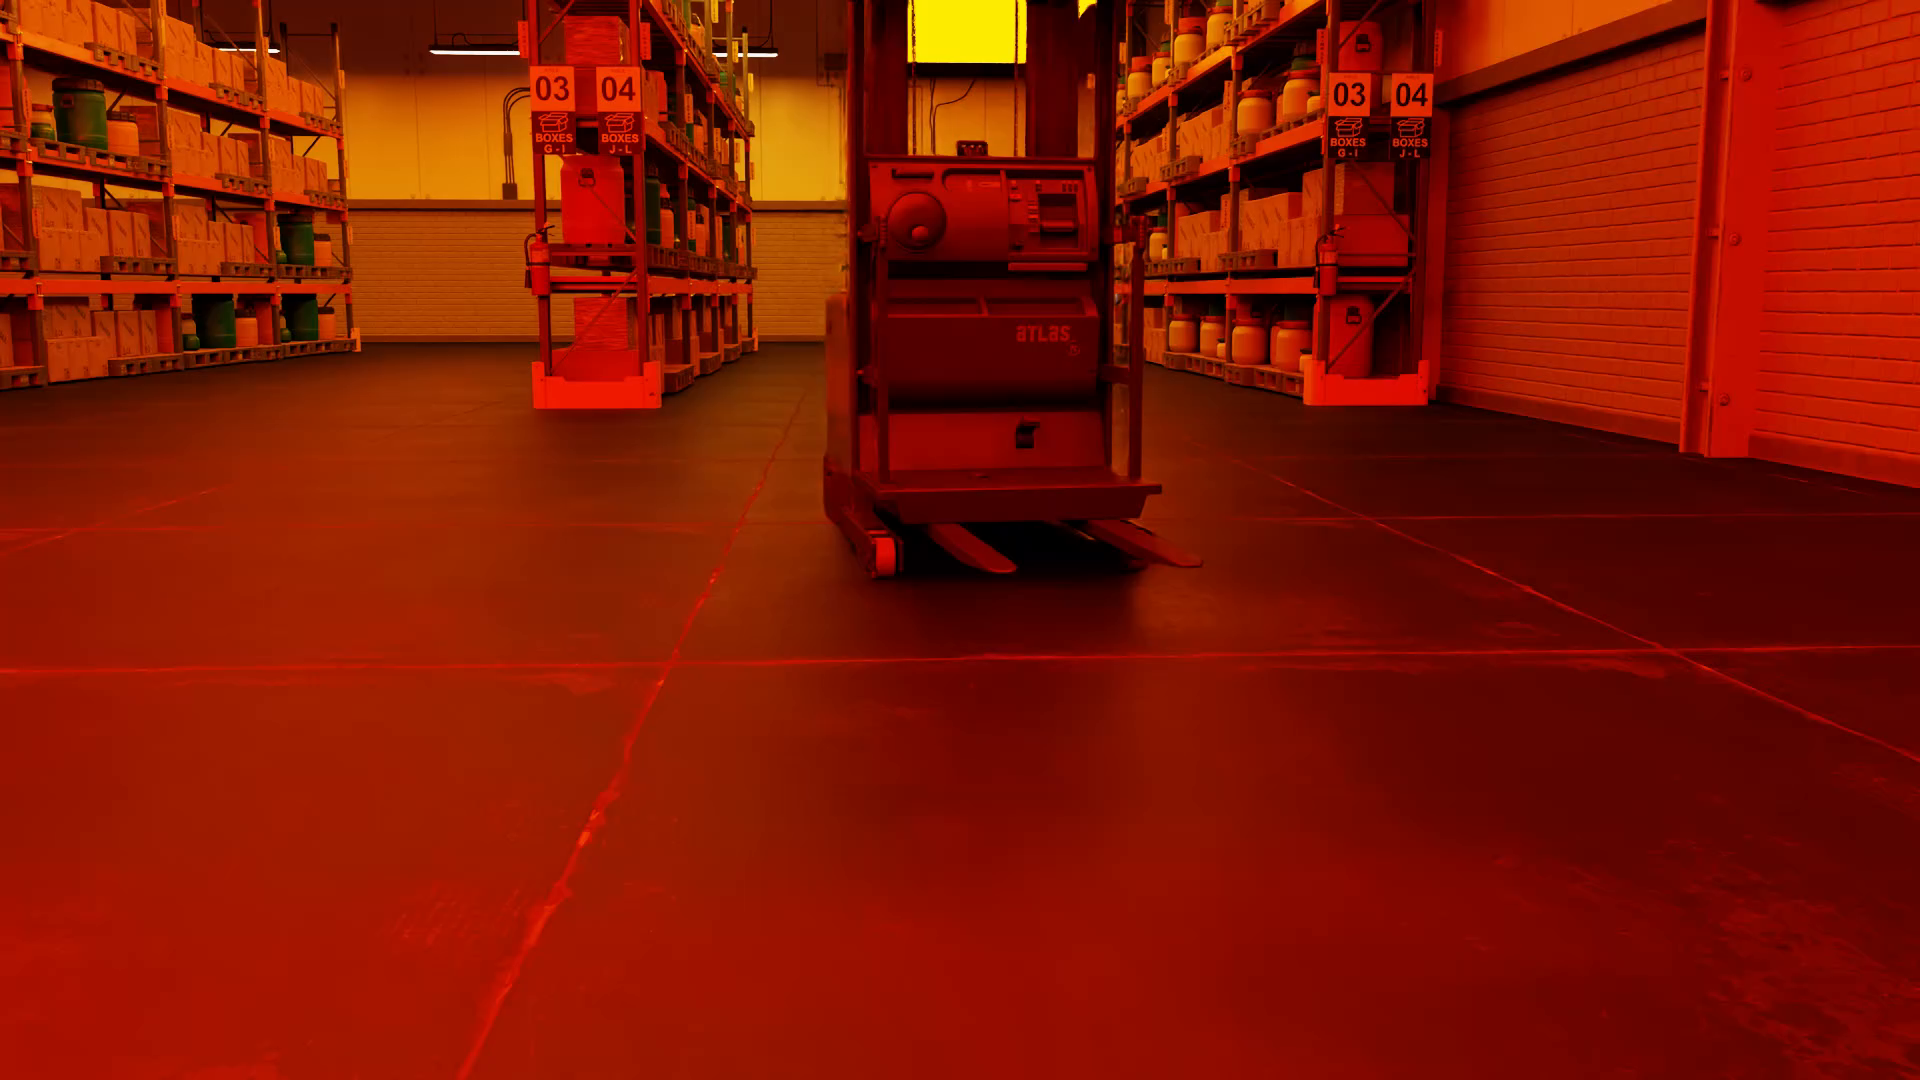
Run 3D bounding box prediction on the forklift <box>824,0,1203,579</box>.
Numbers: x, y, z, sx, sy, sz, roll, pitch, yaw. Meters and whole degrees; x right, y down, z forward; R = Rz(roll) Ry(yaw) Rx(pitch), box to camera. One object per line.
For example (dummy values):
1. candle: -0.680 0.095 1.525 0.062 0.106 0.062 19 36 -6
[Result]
1. forklift: 0.142 -1.358 6.477 1.130 2.935 3.031 -2 9 -11
